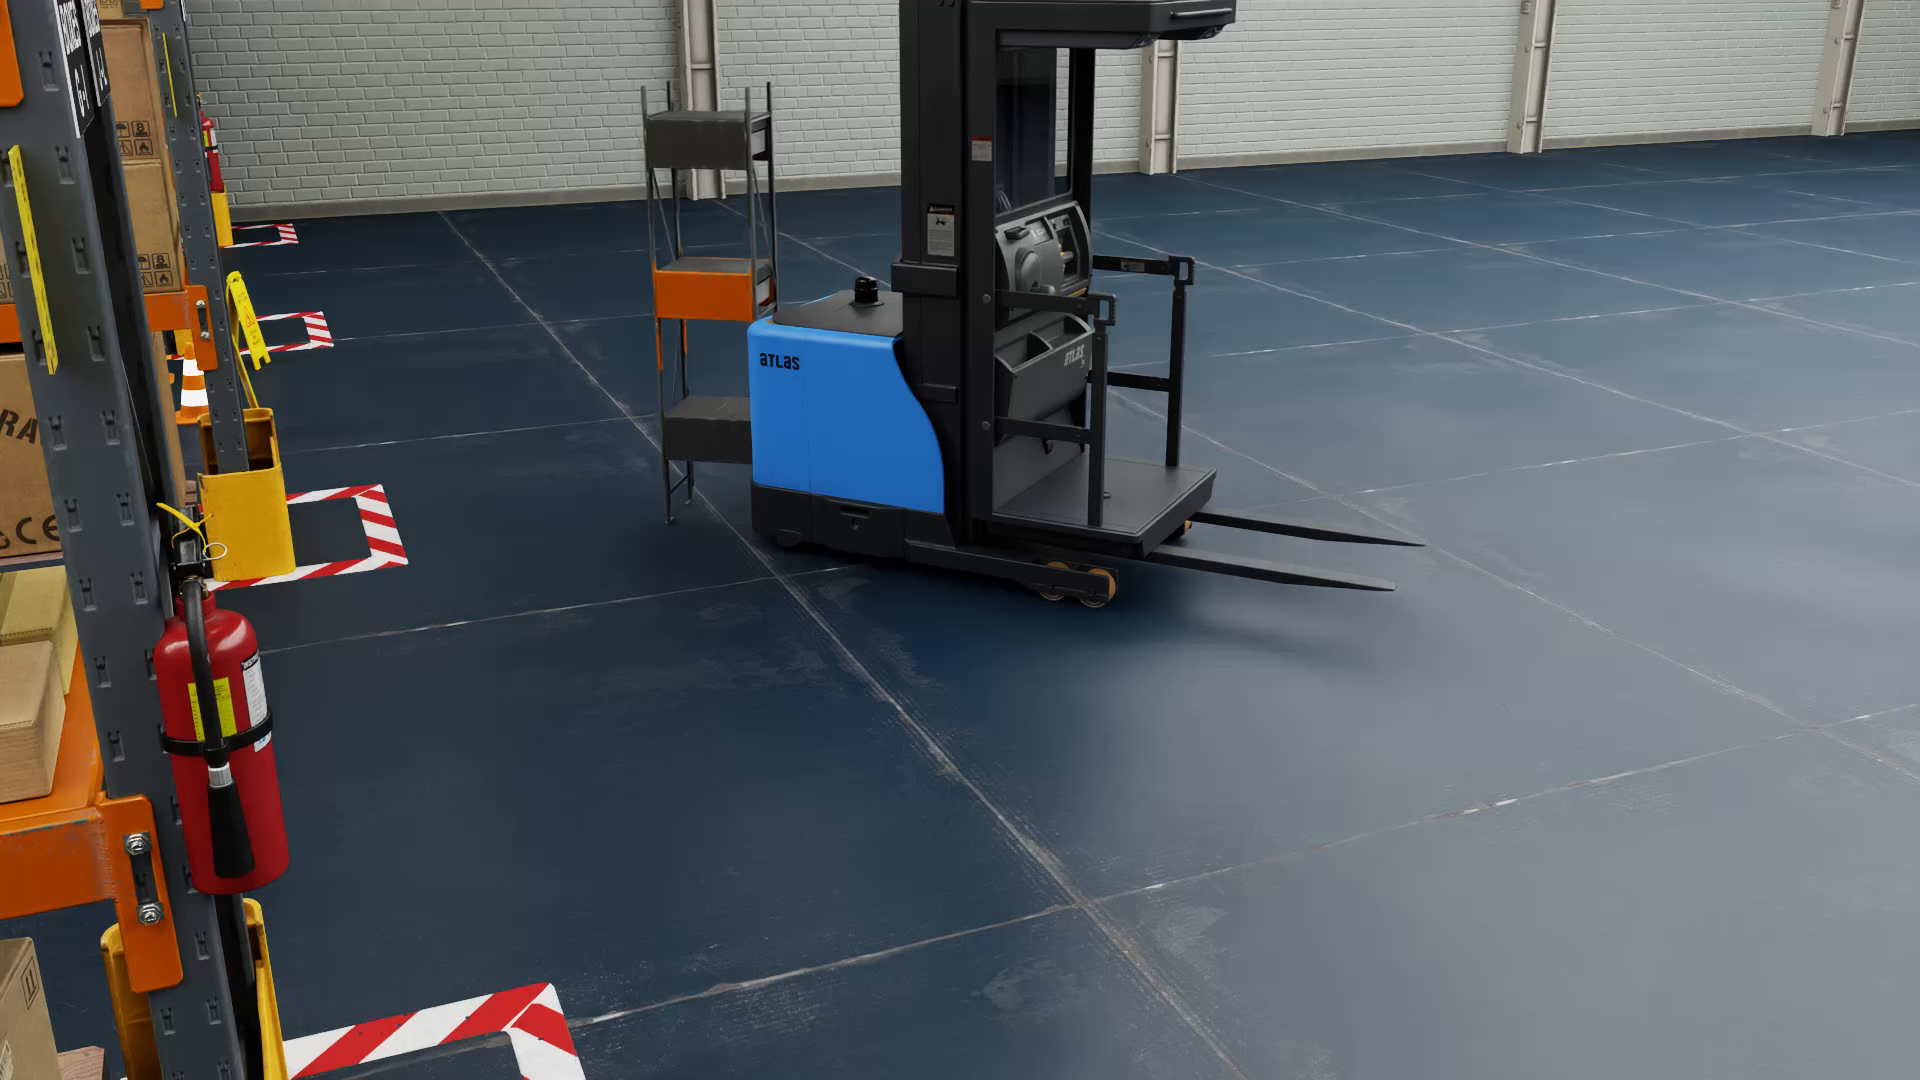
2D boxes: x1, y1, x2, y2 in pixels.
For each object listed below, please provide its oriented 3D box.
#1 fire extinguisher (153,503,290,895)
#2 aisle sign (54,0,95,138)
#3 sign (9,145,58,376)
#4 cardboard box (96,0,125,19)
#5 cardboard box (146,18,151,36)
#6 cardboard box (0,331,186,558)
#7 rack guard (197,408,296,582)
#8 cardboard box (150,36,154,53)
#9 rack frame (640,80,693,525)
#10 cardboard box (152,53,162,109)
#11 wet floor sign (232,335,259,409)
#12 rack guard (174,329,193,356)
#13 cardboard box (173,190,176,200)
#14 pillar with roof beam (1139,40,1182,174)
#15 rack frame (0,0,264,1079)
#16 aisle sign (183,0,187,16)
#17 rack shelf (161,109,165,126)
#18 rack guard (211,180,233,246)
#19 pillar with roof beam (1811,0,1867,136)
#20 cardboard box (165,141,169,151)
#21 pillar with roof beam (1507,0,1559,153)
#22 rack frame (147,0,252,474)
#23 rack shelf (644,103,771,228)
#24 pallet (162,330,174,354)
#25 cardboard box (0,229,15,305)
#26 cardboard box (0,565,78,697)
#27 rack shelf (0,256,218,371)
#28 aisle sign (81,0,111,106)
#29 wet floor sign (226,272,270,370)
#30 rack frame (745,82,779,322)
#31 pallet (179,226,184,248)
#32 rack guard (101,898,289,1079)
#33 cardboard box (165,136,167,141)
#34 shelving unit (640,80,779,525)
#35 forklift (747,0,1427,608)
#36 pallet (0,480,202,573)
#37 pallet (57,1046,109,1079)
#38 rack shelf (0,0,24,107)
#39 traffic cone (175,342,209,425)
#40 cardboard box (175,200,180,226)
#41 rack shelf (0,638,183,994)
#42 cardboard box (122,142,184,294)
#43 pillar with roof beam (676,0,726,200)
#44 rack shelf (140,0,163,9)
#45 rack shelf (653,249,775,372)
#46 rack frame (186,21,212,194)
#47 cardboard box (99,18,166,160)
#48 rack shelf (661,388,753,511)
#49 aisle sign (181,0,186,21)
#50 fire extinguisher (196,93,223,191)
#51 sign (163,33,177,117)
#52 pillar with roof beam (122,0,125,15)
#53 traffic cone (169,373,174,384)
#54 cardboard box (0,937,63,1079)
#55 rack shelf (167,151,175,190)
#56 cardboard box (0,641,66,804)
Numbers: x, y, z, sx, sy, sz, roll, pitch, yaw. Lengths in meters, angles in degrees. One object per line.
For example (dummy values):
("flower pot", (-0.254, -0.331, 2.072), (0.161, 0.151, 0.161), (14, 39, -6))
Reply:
("fire extinguisher", (-1.281, 0.273, 2.846), (0.183, 0.674, 0.296), (-8, 21, -22))
("aisle sign", (-1.393, -1.032, 2.521), (0.004, 0.787, 0.394), (-8, 21, -22))
("sign", (-1.368, -0.412, 2.457), (0.005, 0.325, 0.100), (-8, 21, -22))
("cardboard box", (-5.877, -3.436, 11.161), (0.500, 0.500, 0.700), (-9, 21, -23))
("cardboard box", (-7.709, -4.806, 15.580), (0.250, 0.149, 0.380), (-8, 21, -22))
("cardboard box", (-4.037, -0.501, 7.496), (0.875, 0.875, 0.875), (-8, 21, -22))
("rack guard", (-3.419, -0.239, 7.947), (0.348, 0.500, 1.175), (-8, 21, -22))
("cardboard box", (-7.671, -4.646, 15.574), (0.250, 0.149, 0.380), (-8, 21, -21))
("rack frame", (-1.413, -1.130, 8.063), (0.015, 2.100, 0.400), (3, 20, 9))
("cardboard box", (-7.812, -4.326, 15.642), (0.500, 0.500, 0.500), (-9, 21, -23))
("wet floor sign", (-4.199, -0.912, 9.640), (0.232, 0.644, 0.267), (-12, 23, -31))
("rack guard", (-5.564, -1.722, 12.159), (0.348, 0.500, 1.175), (-8, 21, -22))
("cardboard box", (-7.787, -3.402, 15.921), (0.500, 0.250, 0.500), (-8, 21, -23))
("pillar with roof beam", (4.263, -7.703, 16.349), (0.400, 9.000, 9.100), (-8, 21, -22))
("rack frame", (-1.570, 0.110, 3.192), (0.053, 2.616, 0.949), (-8, 21, -22))
("aisle sign", (-3.495, -2.742, 7.378), (0.004, 0.787, 0.394), (-8, 21, -22))
("rack shelf", (-9.300, -3.822, 15.442), (4.000, 0.370, 1.077), (-8, 21, -22))
("rack guard", (-7.442, -3.248, 16.494), (0.348, 0.500, 1.175), (-8, 21, -22))
("pillar with roof beam", (15.282, -9.281, 20.833), (0.400, 9.000, 9.100), (-8, 21, -22))
("cardboard box", (-7.763, -3.641, 15.849), (0.500, 0.250, 0.500), (-7, 21, -20))
("pillar with roof beam", (9.773, -8.492, 18.591), (0.400, 9.000, 9.100), (-8, 21, -22))
("rack frame", (-3.441, -1.415, 7.523), (0.127, 3.000, 1.000), (-8, 21, -22))
("rack shelf", (-1.169, -1.763, 7.798), (0.480, 0.518, 0.431), (3, 20, 9))
("pallet", (-6.324, -1.489, 11.934), (1.213, 0.211, 1.003), (-8, 21, -22))
("cardboard box", (-4.260, -1.344, 7.096), (0.550, 0.550, 0.875), (-8, 21, -22))
("cardboard box", (-1.925, 0.195, 3.331), (0.250, 0.149, 0.380), (-8, 21, -22))
("rack shelf", (-5.277, -0.812, 6.895), (4.000, 0.370, 1.077), (-8, 21, -22))
("aisle sign", (-1.631, -1.215, 3.041), (0.004, 0.787, 0.394), (-8, 21, -22))
("wet floor sign", (-4.896, -1.499, 11.308), (0.232, 0.644, 0.267), (-1, 19, -3))
("rack frame", (-0.931, -1.102, 7.990), (0.015, 2.100, 0.400), (3, 20, 9))
("pallet", (-8.150, -2.995, 16.211), (1.213, 0.211, 1.003), (-8, 21, -22))
("rack guard", (-1.639, 1.300, 3.576), (0.348, 0.500, 1.175), (-8, 21, -22))
("cardboard box", (-7.980, -3.791, 16.275), (0.500, 0.250, 0.500), (-8, 21, -23))
("shelving unit", (-1.172, -1.116, 8.026), (0.503, 2.100, 0.431), (3, 20, 9))
("forklift", (0.559, -1.291, 7.275), (3.031, 2.935, 1.130), (9, 21, 25))
("pallet", (-4.144, 0.030, 7.620), (1.213, 0.211, 1.003), (-8, 21, -22))
("pallet", (-2.399, 1.533, 3.351), (1.213, 0.211, 1.003), (-8, 21, -22))
("rack shelf", (-3.405, -0.701, 2.064), (4.000, 0.370, 1.077), (-8, 21, -22))
("traffic cone", (-4.626, -0.971, 10.082), (0.334, 0.463, 0.336), (-8, 21, -22))
("cardboard box", (-7.770, -3.167, 16.008), (0.500, 0.250, 0.500), (-8, 21, -22))
("rack shelf", (-3.405, 0.714, 2.562), (4.000, 0.370, 1.077), (-8, 21, -22))
("cardboard box", (-3.764, -1.423, 7.320), (0.550, 0.550, 0.875), (-8, 21, -22))
("pillar with roof beam", (-1.246, -6.913, 14.107), (0.400, 9.000, 9.100), (-8, 21, -22))
("rack shelf", (-5.277, -2.227, 6.397), (4.000, 0.370, 1.077), (-8, 21, -22))
("rack shelf", (-1.172, -1.103, 8.031), (0.480, 0.518, 0.431), (3, 20, 9))
("rack frame", (-7.464, -4.424, 16.070), (0.127, 3.000, 1.000), (-8, 21, -22))
("cardboard box", (-3.797, -1.958, 7.214), (0.550, 0.550, 0.875), (-8, 21, -22))
("rack shelf", (-1.175, -0.443, 8.264), (0.480, 0.518, 0.431), (3, 20, 9))
("aisle sign", (-3.257, -2.559, 6.858), (0.004, 0.787, 0.394), (-8, 21, -22))
("fire extinguisher", (-5.207, -2.749, 11.429), (0.183, 0.674, 0.296), (-8, 21, -22))
("sign", (-3.239, -1.905, 6.816), (0.005, 0.325, 0.100), (-8, 21, -22))
("pillar with roof beam", (-6.755, -6.124, 11.866), (0.400, 9.000, 9.100), (-8, 21, -22))
("traffic cone", (-5.378, -1.264, 10.916), (0.334, 0.463, 0.336), (-8, 21, -22))
("cardboard box", (-2.149, 1.169, 3.316), (0.500, 0.500, 0.500), (-4, 20, -12))
("rack shelf", (-7.331, -2.308, 11.145), (4.000, 0.370, 1.077), (-8, 21, -22))
("cardboard box", (-1.749, 0.330, 2.946), (0.250, 0.149, 0.380), (-8, 21, -22))
